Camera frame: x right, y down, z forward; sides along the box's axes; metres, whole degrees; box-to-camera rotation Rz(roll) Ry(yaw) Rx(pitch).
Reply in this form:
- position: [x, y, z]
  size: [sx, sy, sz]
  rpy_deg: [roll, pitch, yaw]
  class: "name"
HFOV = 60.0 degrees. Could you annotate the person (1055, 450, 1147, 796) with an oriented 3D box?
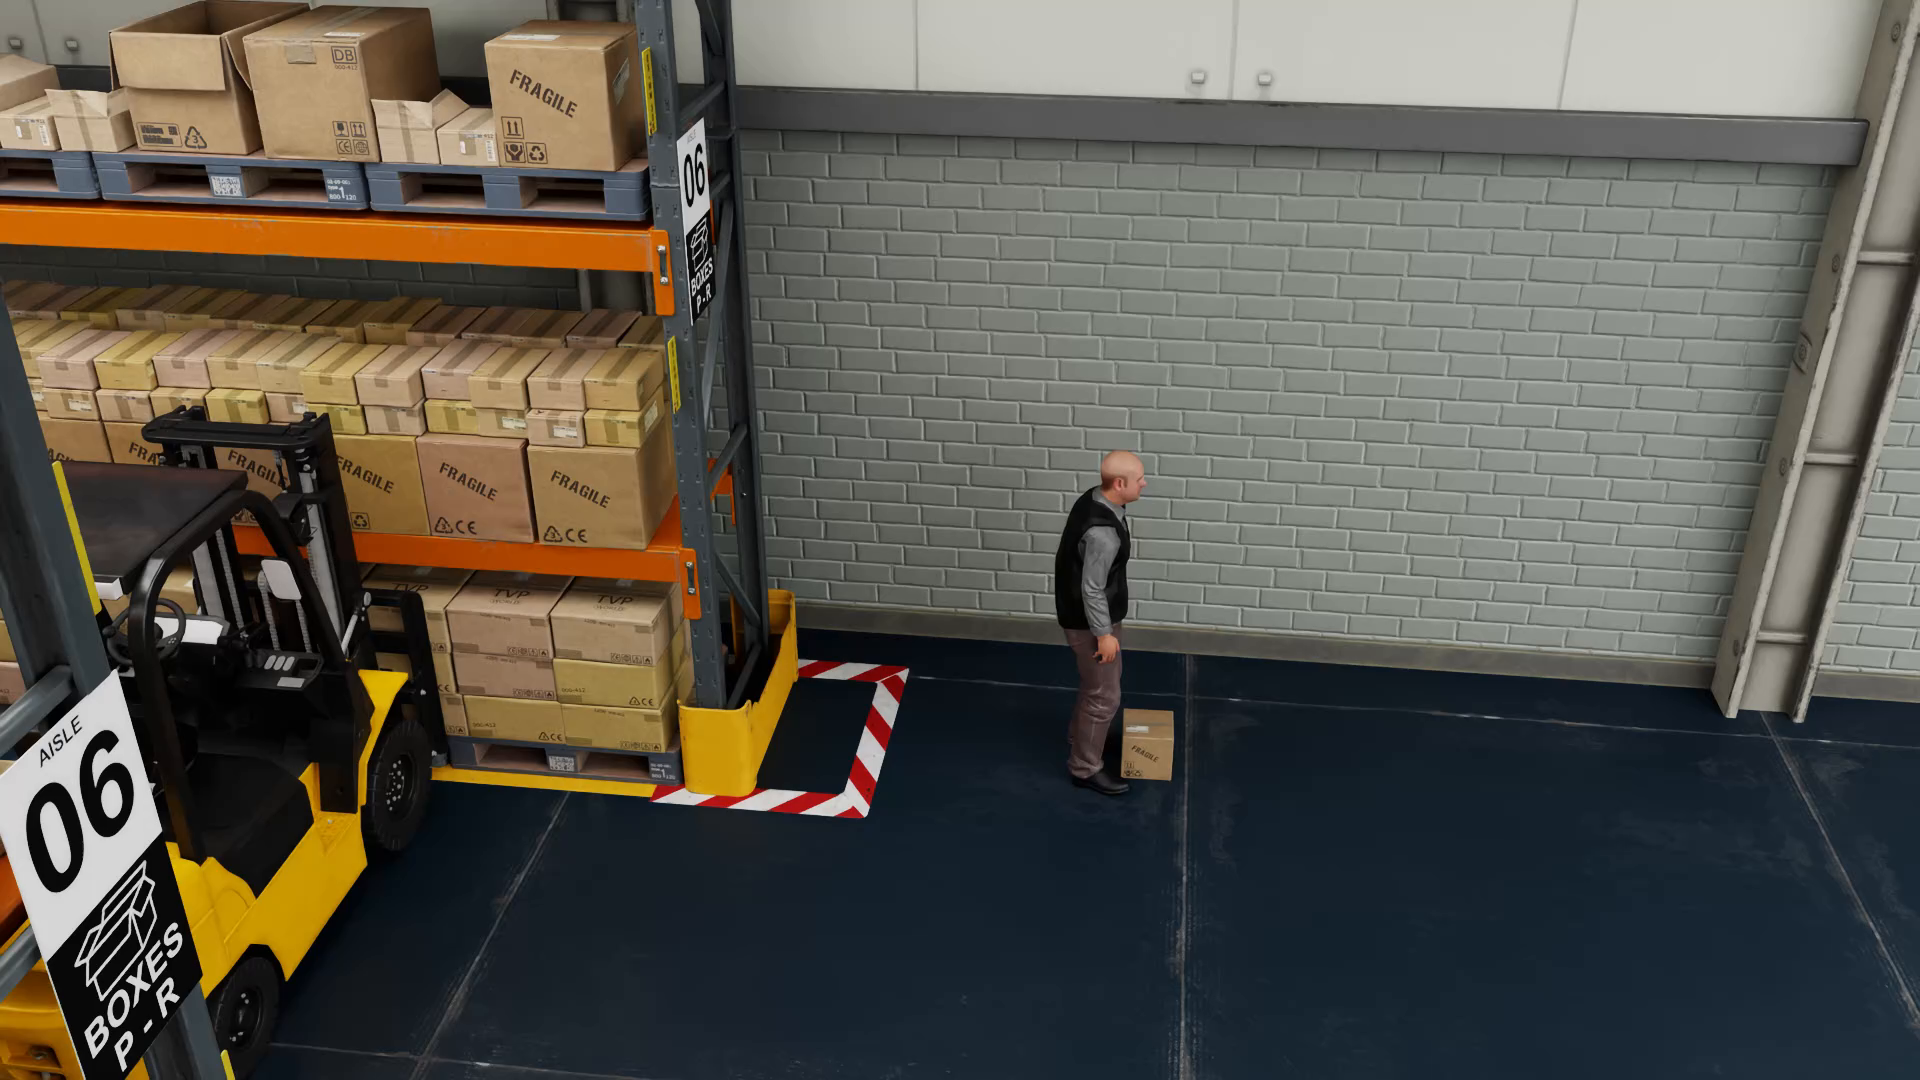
- position: [0.655, 0.406, 8.000]
  size: [0.413, 1.616, 0.581]
  rpy_deg: [3, 28, 6]
  class: "person"
